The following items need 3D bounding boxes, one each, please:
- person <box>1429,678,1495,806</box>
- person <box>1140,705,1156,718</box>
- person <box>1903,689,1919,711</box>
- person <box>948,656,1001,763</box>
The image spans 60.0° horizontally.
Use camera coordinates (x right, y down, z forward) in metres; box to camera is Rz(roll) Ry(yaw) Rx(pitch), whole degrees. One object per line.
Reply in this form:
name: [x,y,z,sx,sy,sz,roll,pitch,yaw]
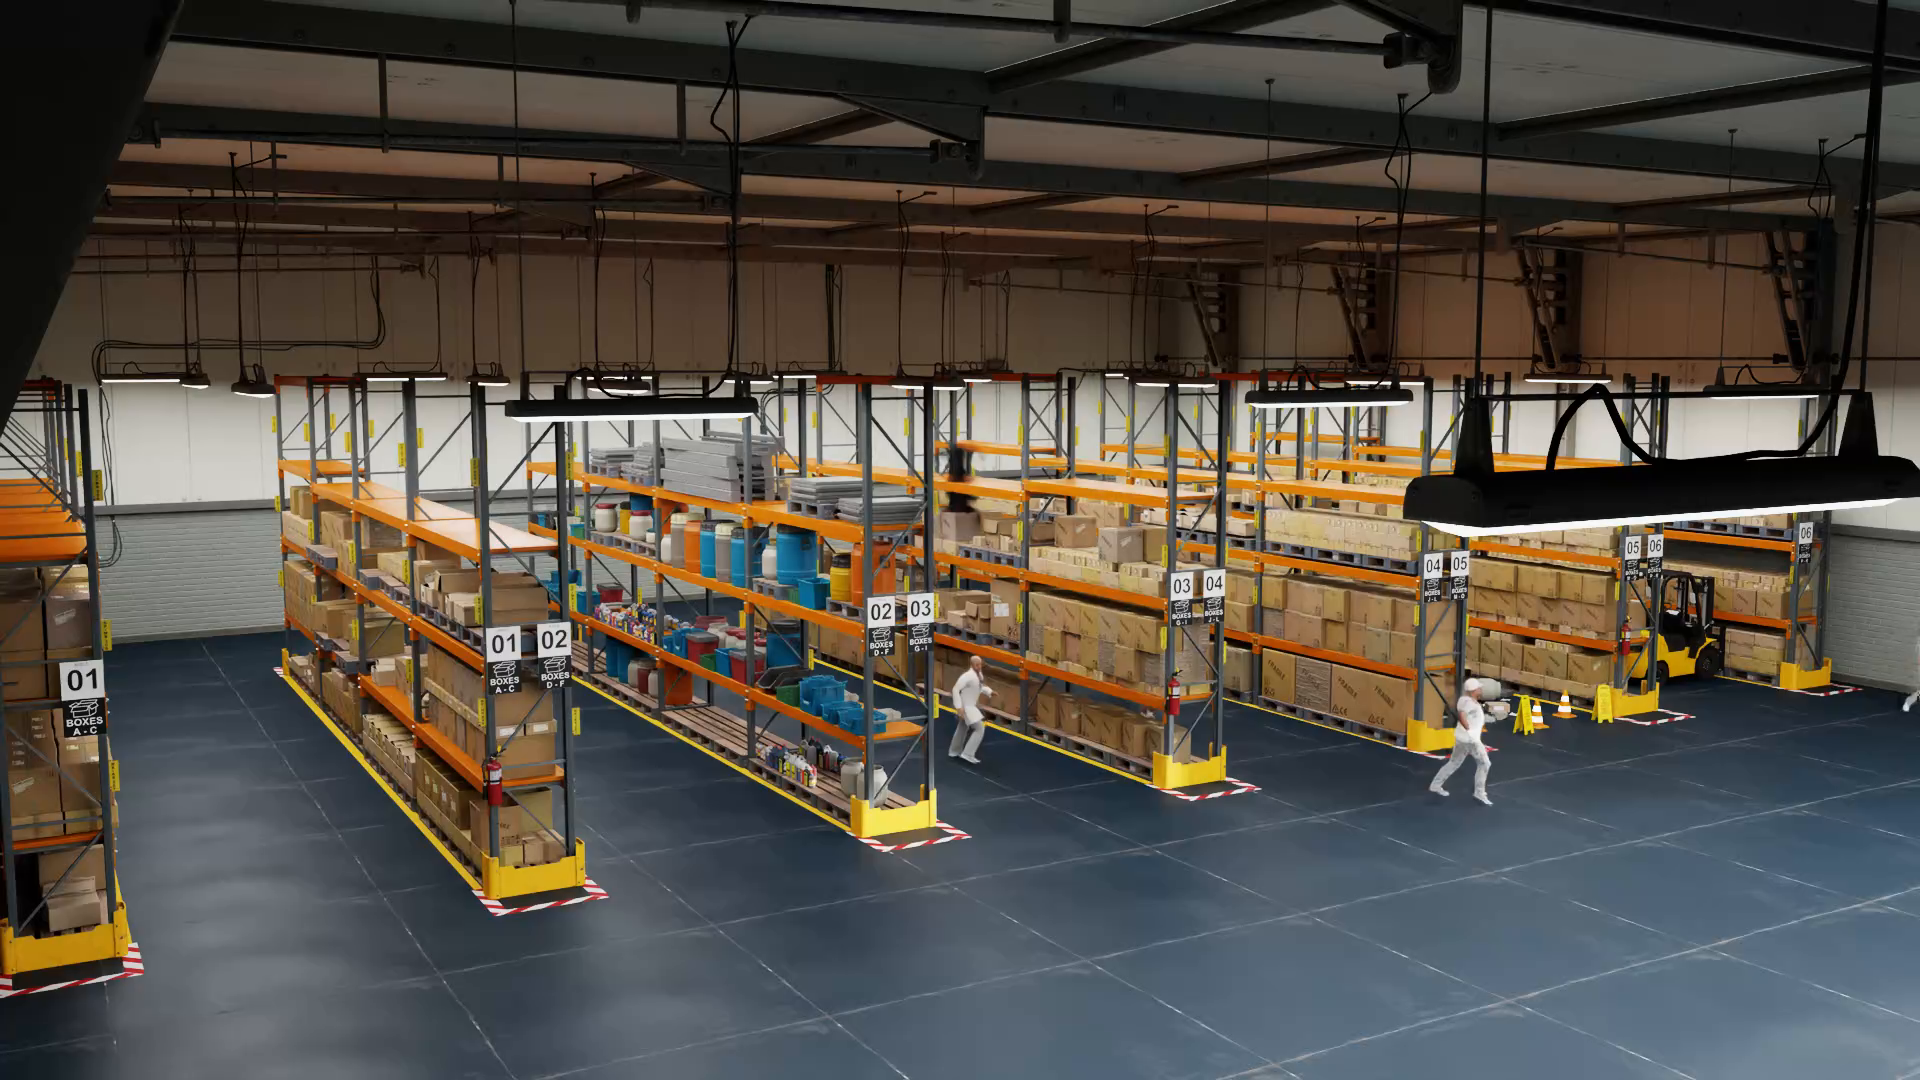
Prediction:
person: [7.158,2.869,23.594,0.899,1.828,0.726,0,6,0]
person: [3.469,2.338,29.021,0.535,1.614,0.763,-5,8,-39]
person: [17.195,2.314,29.440,0.703,1.608,0.673,-2,6,-15]
person: [0.207,2.660,26.121,0.874,1.746,0.695,1,6,10]
